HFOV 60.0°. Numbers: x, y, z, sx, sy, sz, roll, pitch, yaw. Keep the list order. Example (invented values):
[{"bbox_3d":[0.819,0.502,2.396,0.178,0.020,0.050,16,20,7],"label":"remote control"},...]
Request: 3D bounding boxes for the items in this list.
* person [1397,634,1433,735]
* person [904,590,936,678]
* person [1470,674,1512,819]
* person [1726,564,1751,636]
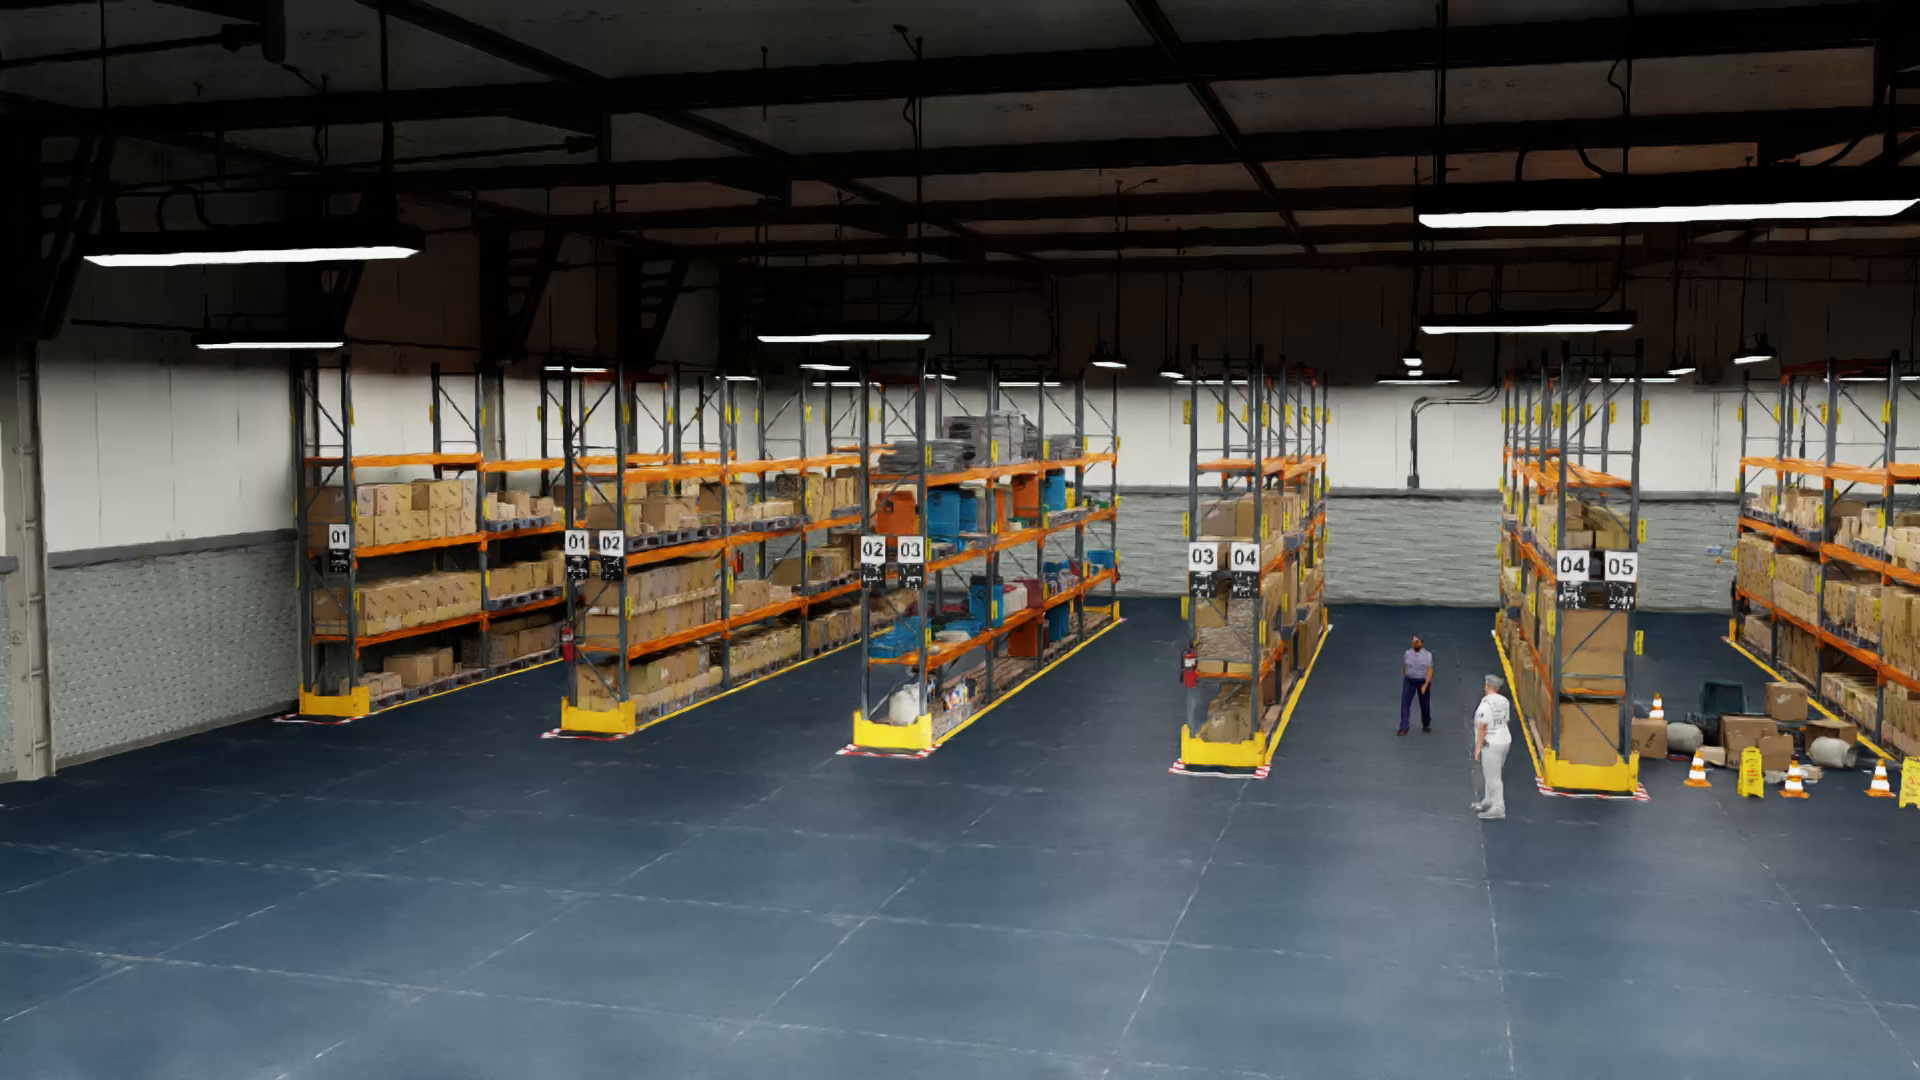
[{"bbox_3d":[7.165,2.248,26.035,0.476,1.580,1.003,2,5,25],"label":"person"},{"bbox_3d":[-0.707,1.777,31.550,0.729,1.733,0.546,1,4,14],"label":"person"},{"bbox_3d":[6.619,2.556,20.797,0.580,1.746,0.654,4,6,44],"label":"person"},{"bbox_3d":[17.723,1.329,37.601,0.542,1.718,0.678,-1,4,-10],"label":"person"}]
